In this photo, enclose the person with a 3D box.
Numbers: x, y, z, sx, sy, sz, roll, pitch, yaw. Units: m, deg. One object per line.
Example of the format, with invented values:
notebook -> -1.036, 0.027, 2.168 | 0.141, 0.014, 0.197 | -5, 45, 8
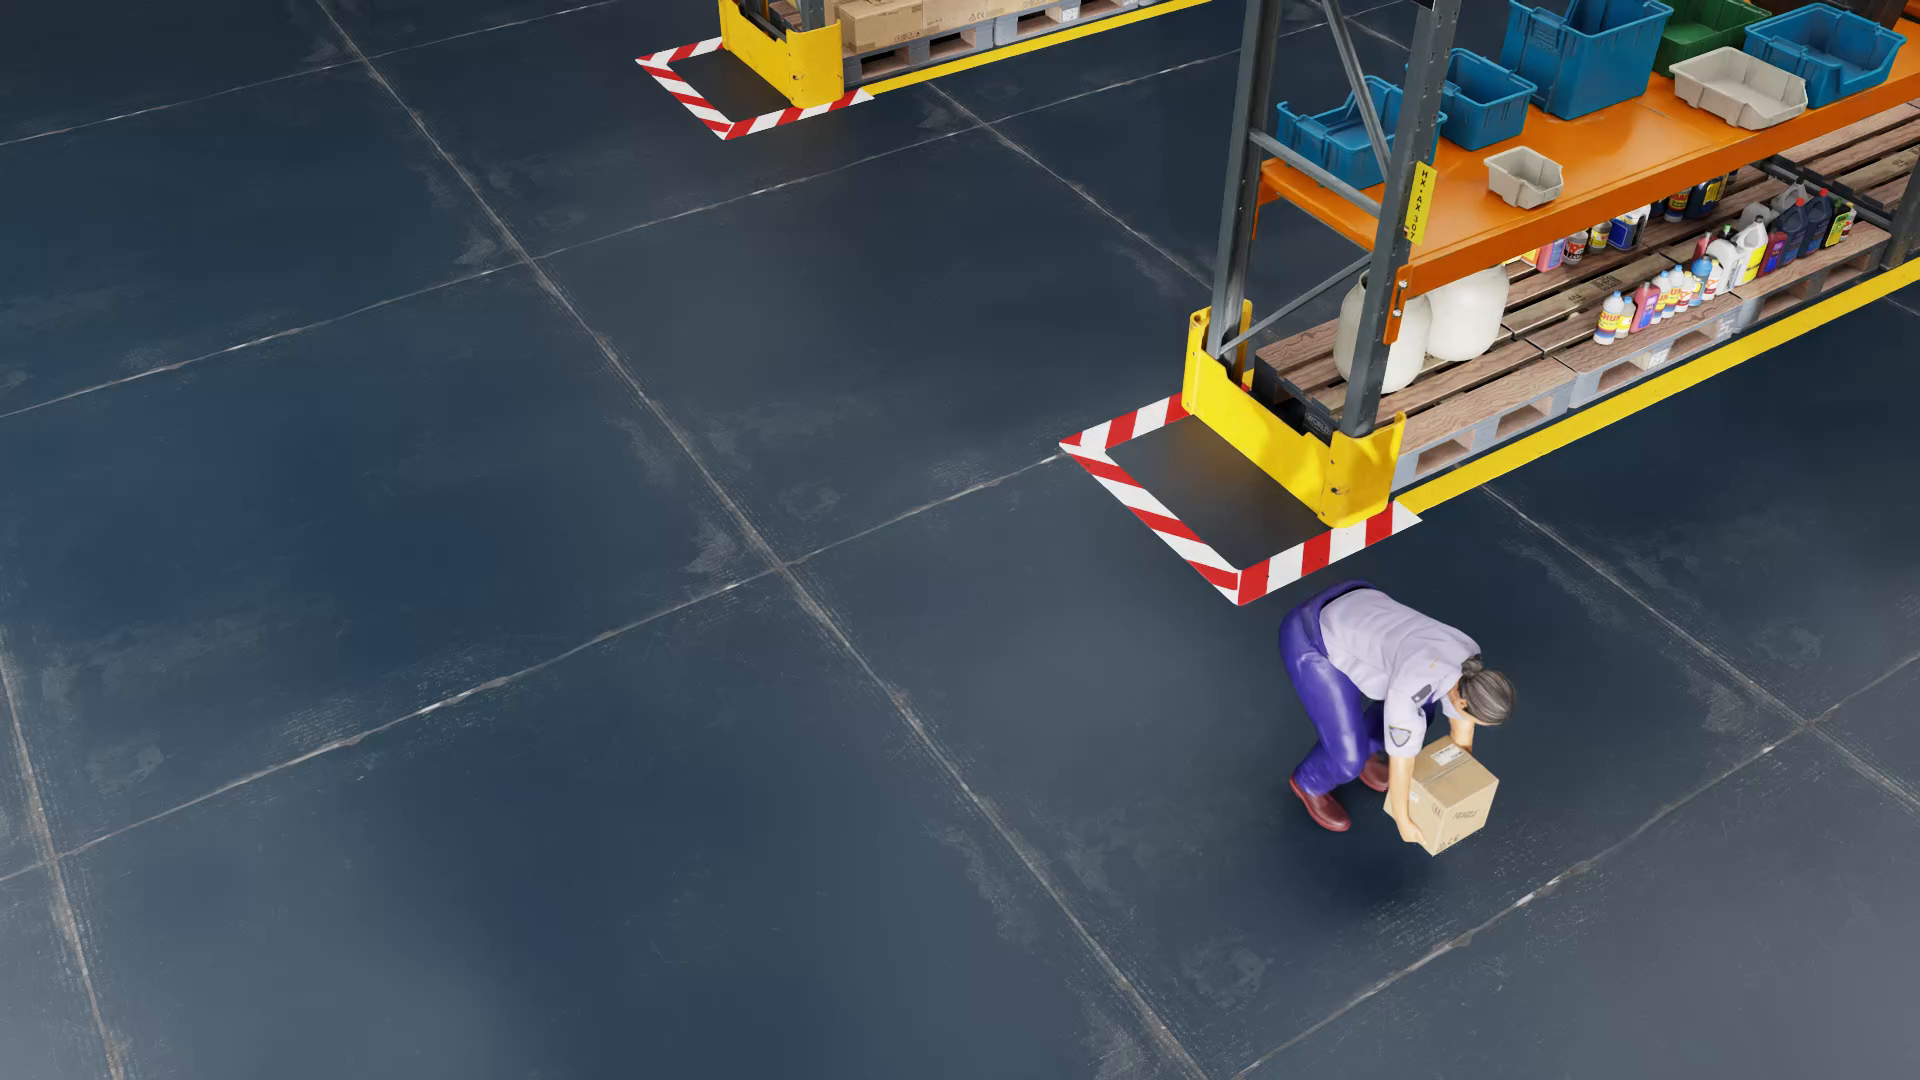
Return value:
person -> 1.525, 0.639, 5.937 | 0.506, 0.992, 0.892 | -25, 47, -26
